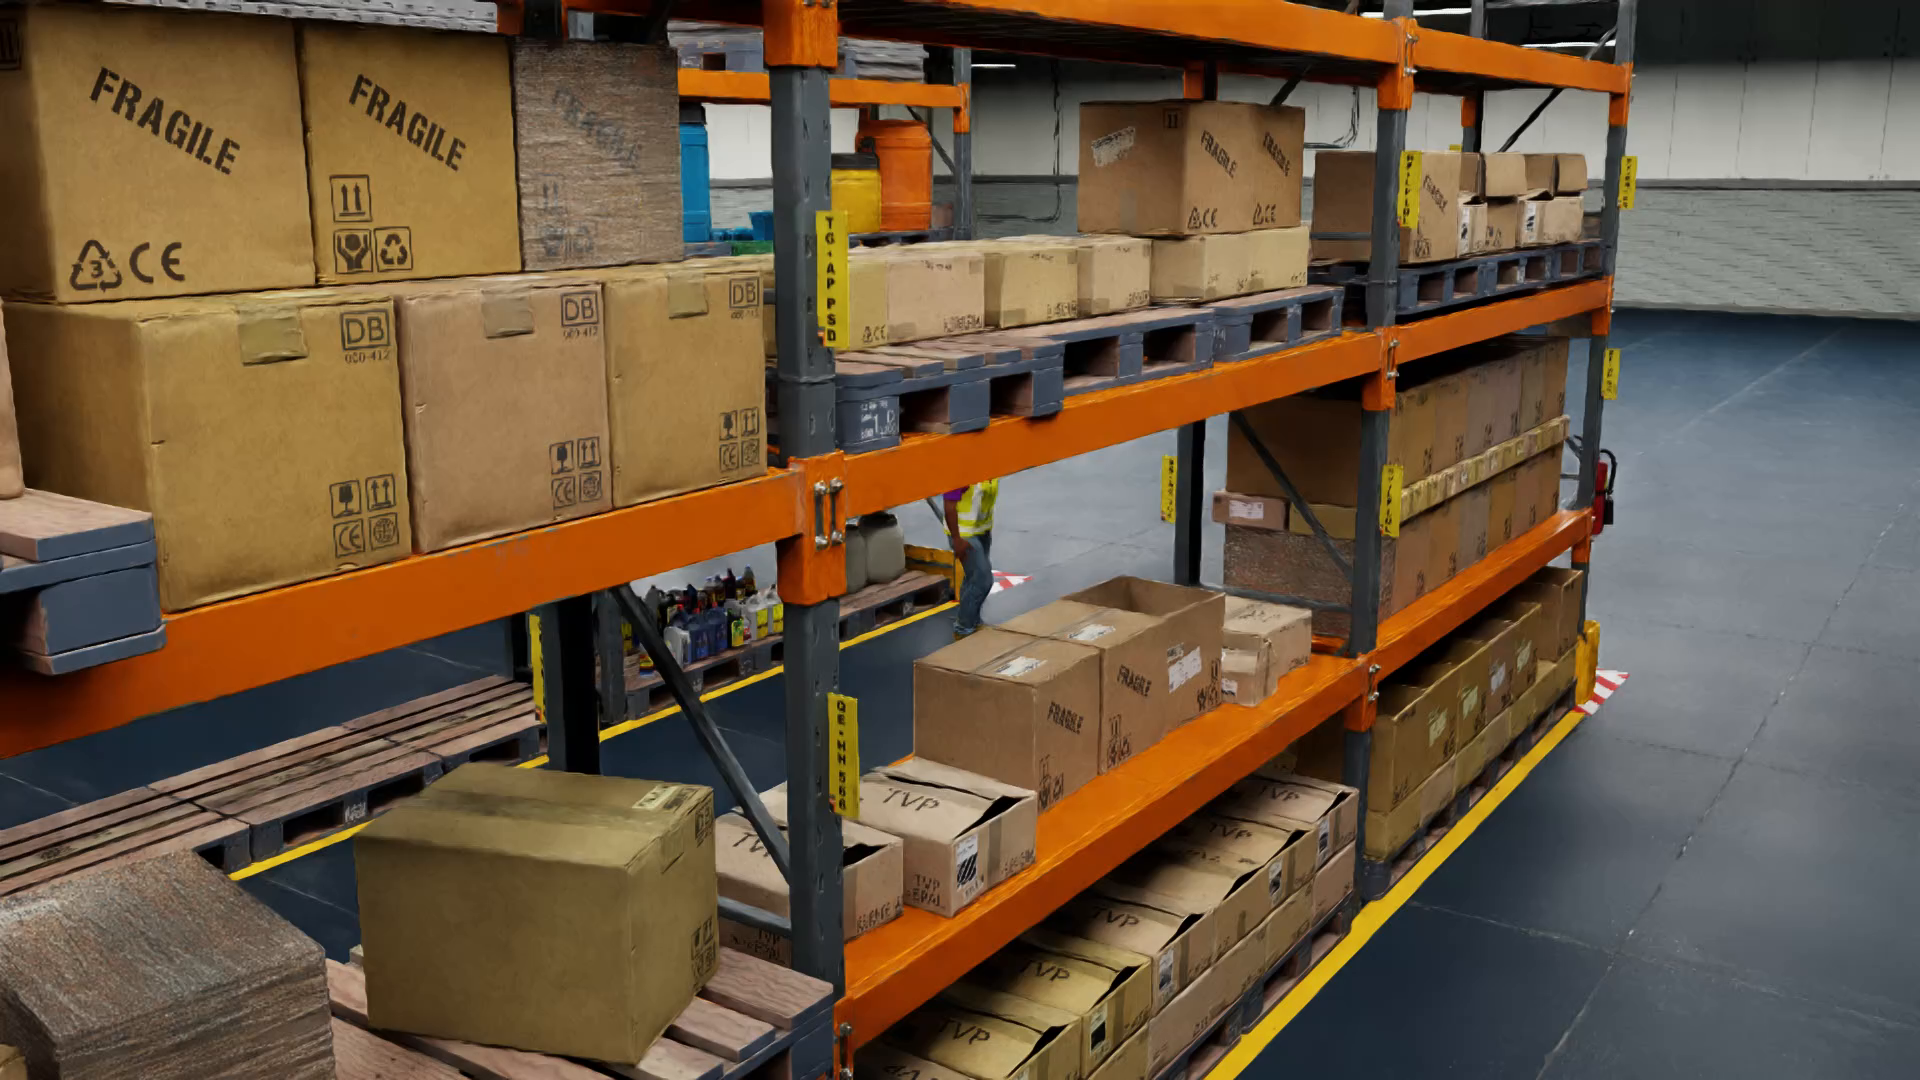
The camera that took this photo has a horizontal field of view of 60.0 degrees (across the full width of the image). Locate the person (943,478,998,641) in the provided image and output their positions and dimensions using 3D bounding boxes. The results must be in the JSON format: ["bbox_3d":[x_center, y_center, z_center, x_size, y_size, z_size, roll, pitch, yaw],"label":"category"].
[{"bbox_3d":[0.088,-0.068,12.205,0.393,1.745,0.627,6,14,24],"label":"person"}]
